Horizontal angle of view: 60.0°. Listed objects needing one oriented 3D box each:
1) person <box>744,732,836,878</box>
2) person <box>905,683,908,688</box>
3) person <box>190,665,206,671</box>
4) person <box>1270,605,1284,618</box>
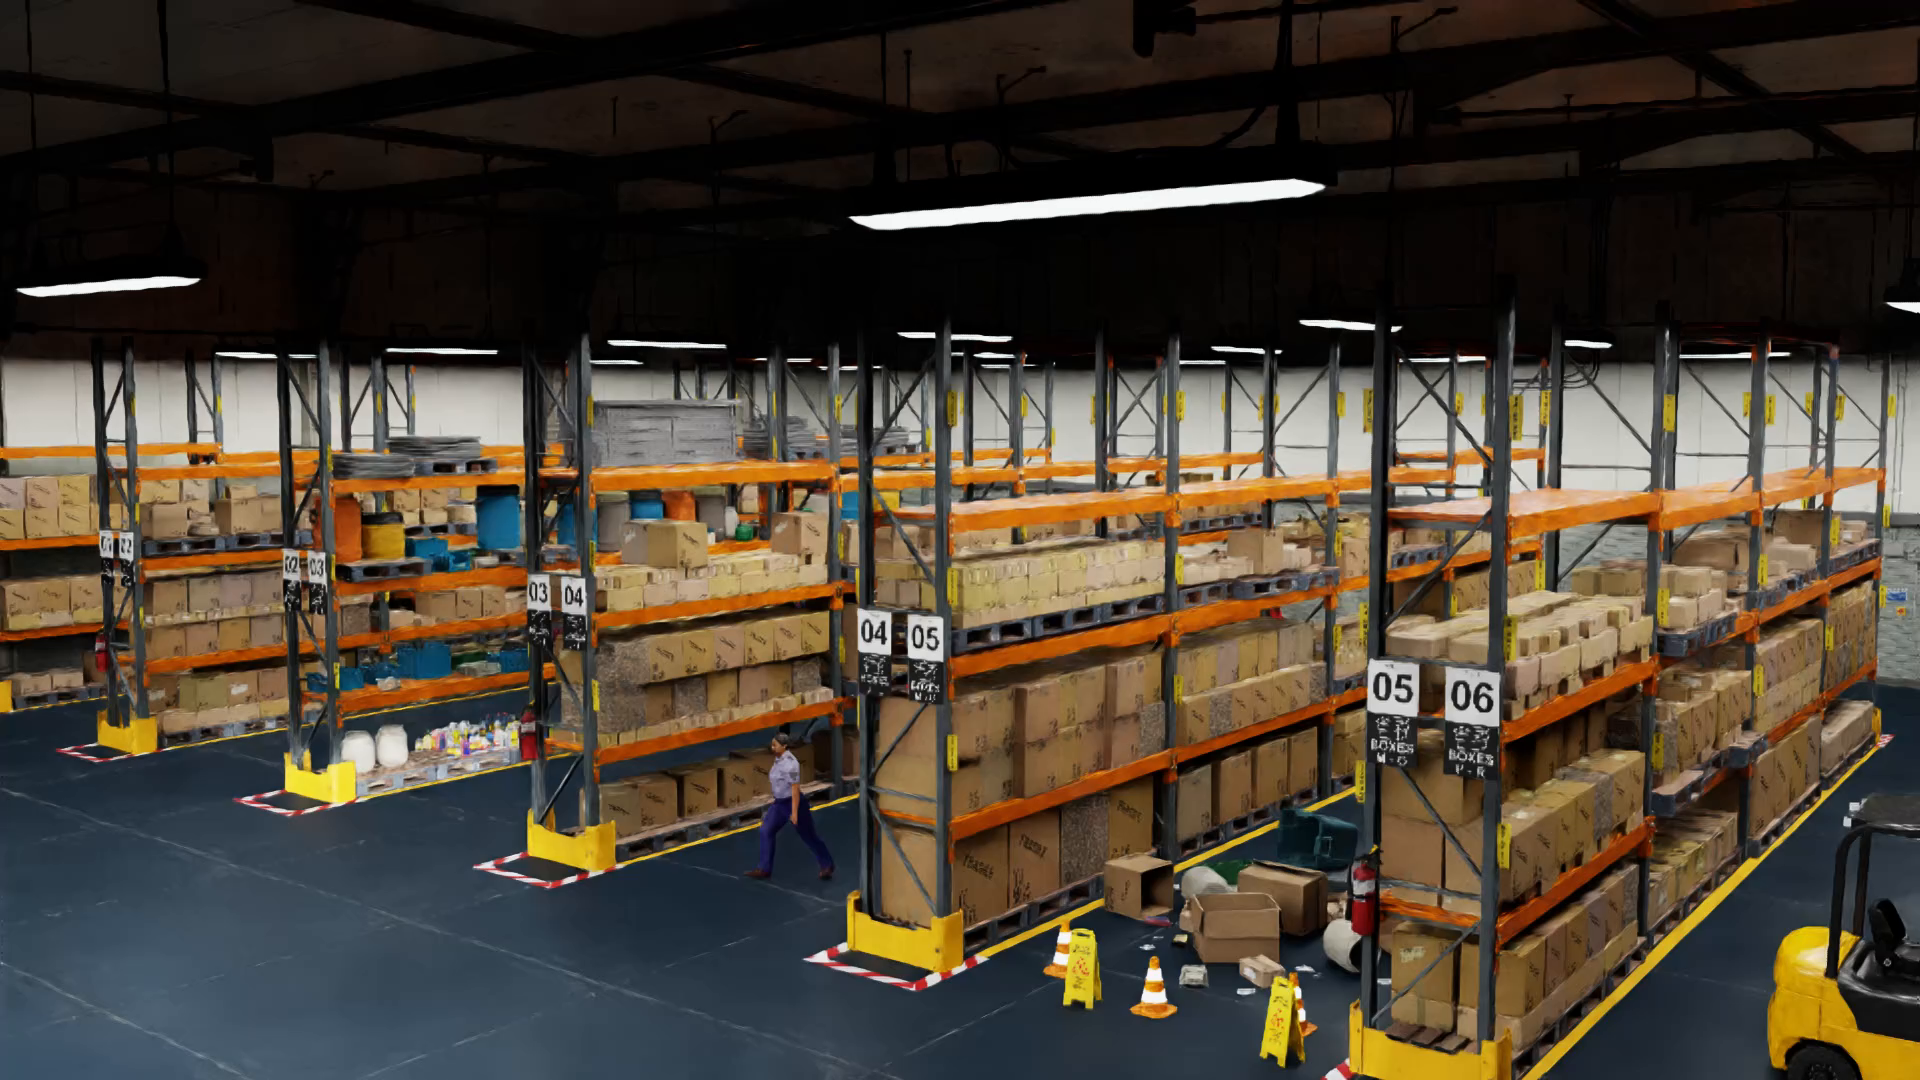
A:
[{"bbox_3d":[-1.802,2.831,17.749,0.946,1.588,0.527,-3,6,-30],"label":"person"},{"bbox_3d":[-0.498,2.530,20.326,0.686,1.716,0.834,2,5,21],"label":"person"},{"bbox_3d":[-12.721,1.890,27.729,0.692,1.723,0.846,2,5,21],"label":"person"},{"bbox_3d":[5.403,1.808,28.513,0.421,1.735,0.622,4,6,36],"label":"person"}]
